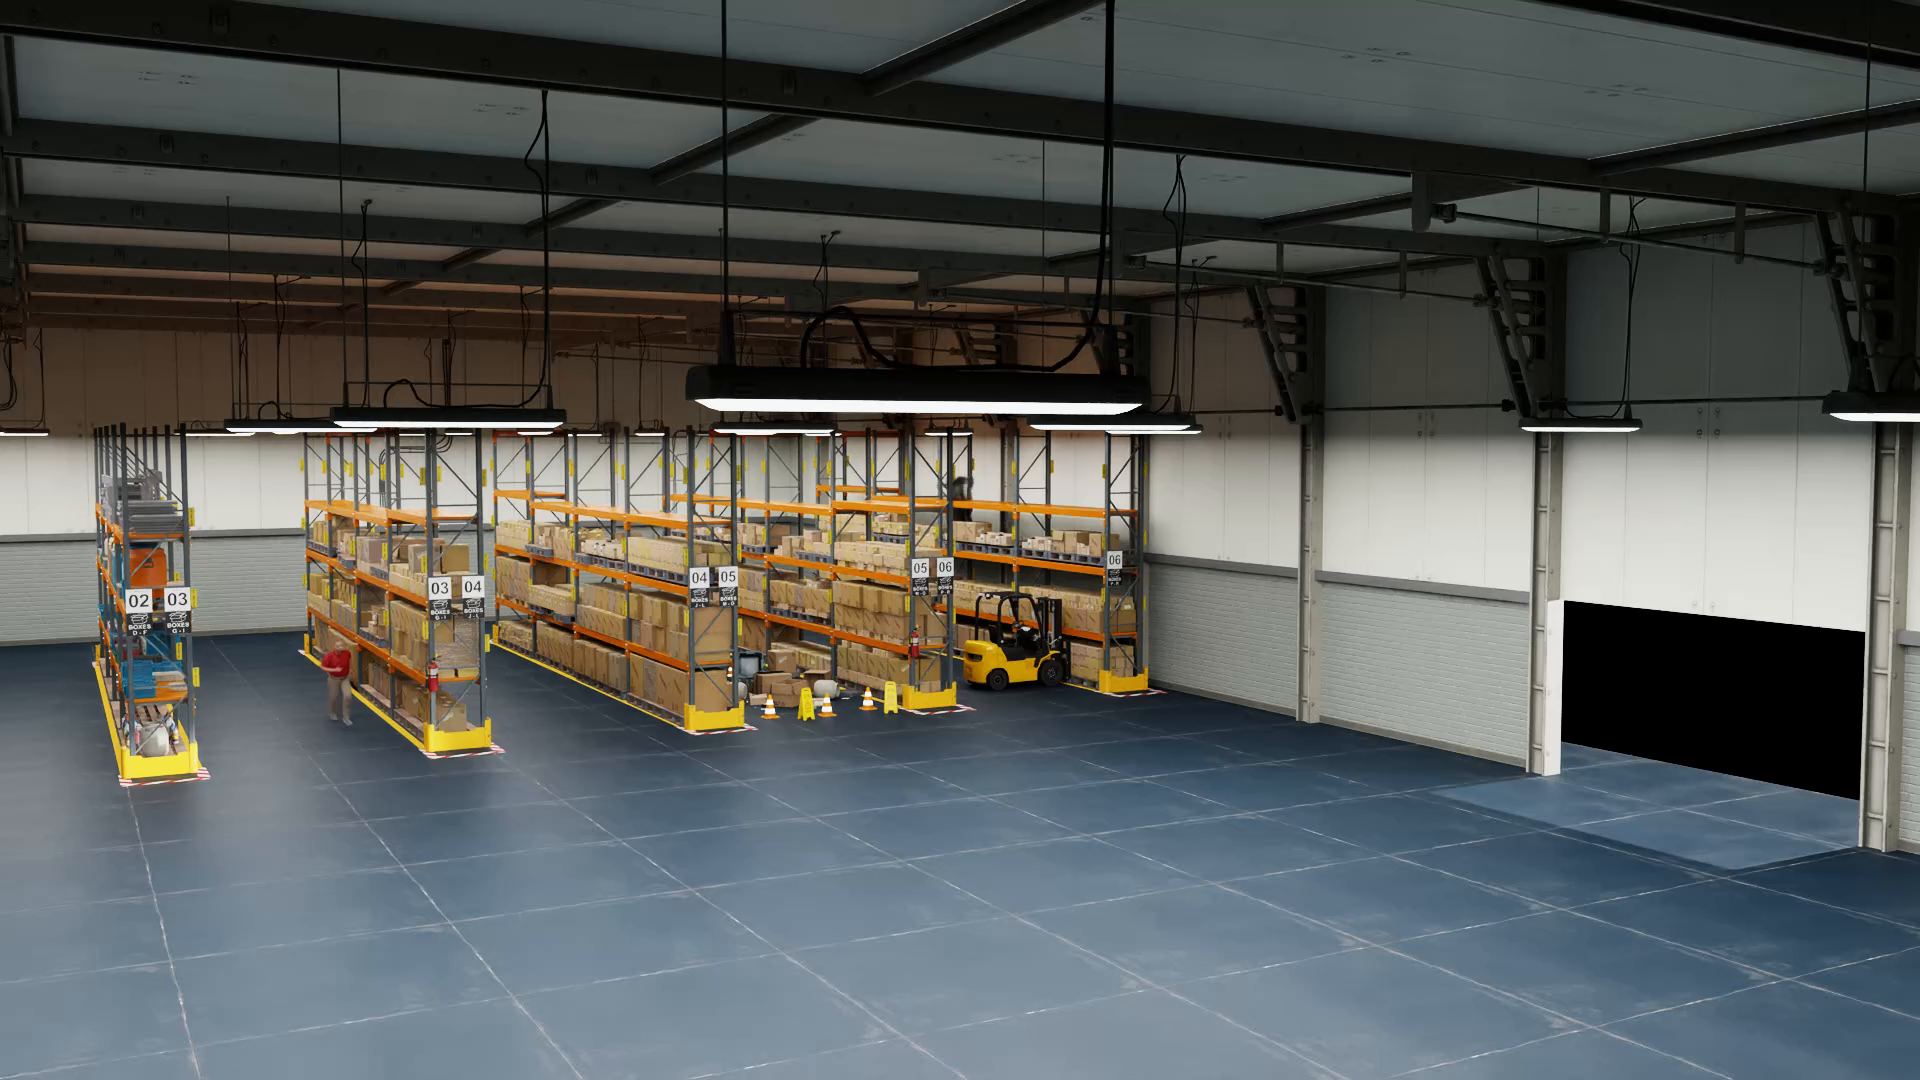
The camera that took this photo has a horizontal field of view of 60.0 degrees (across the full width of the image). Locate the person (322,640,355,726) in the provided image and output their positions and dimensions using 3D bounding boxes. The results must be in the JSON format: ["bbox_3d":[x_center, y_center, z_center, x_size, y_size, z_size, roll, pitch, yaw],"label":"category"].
[{"bbox_3d":[-12.505,2.854,33.434,0.667,1.729,0.992,-2,4,-33],"label":"person"}]
